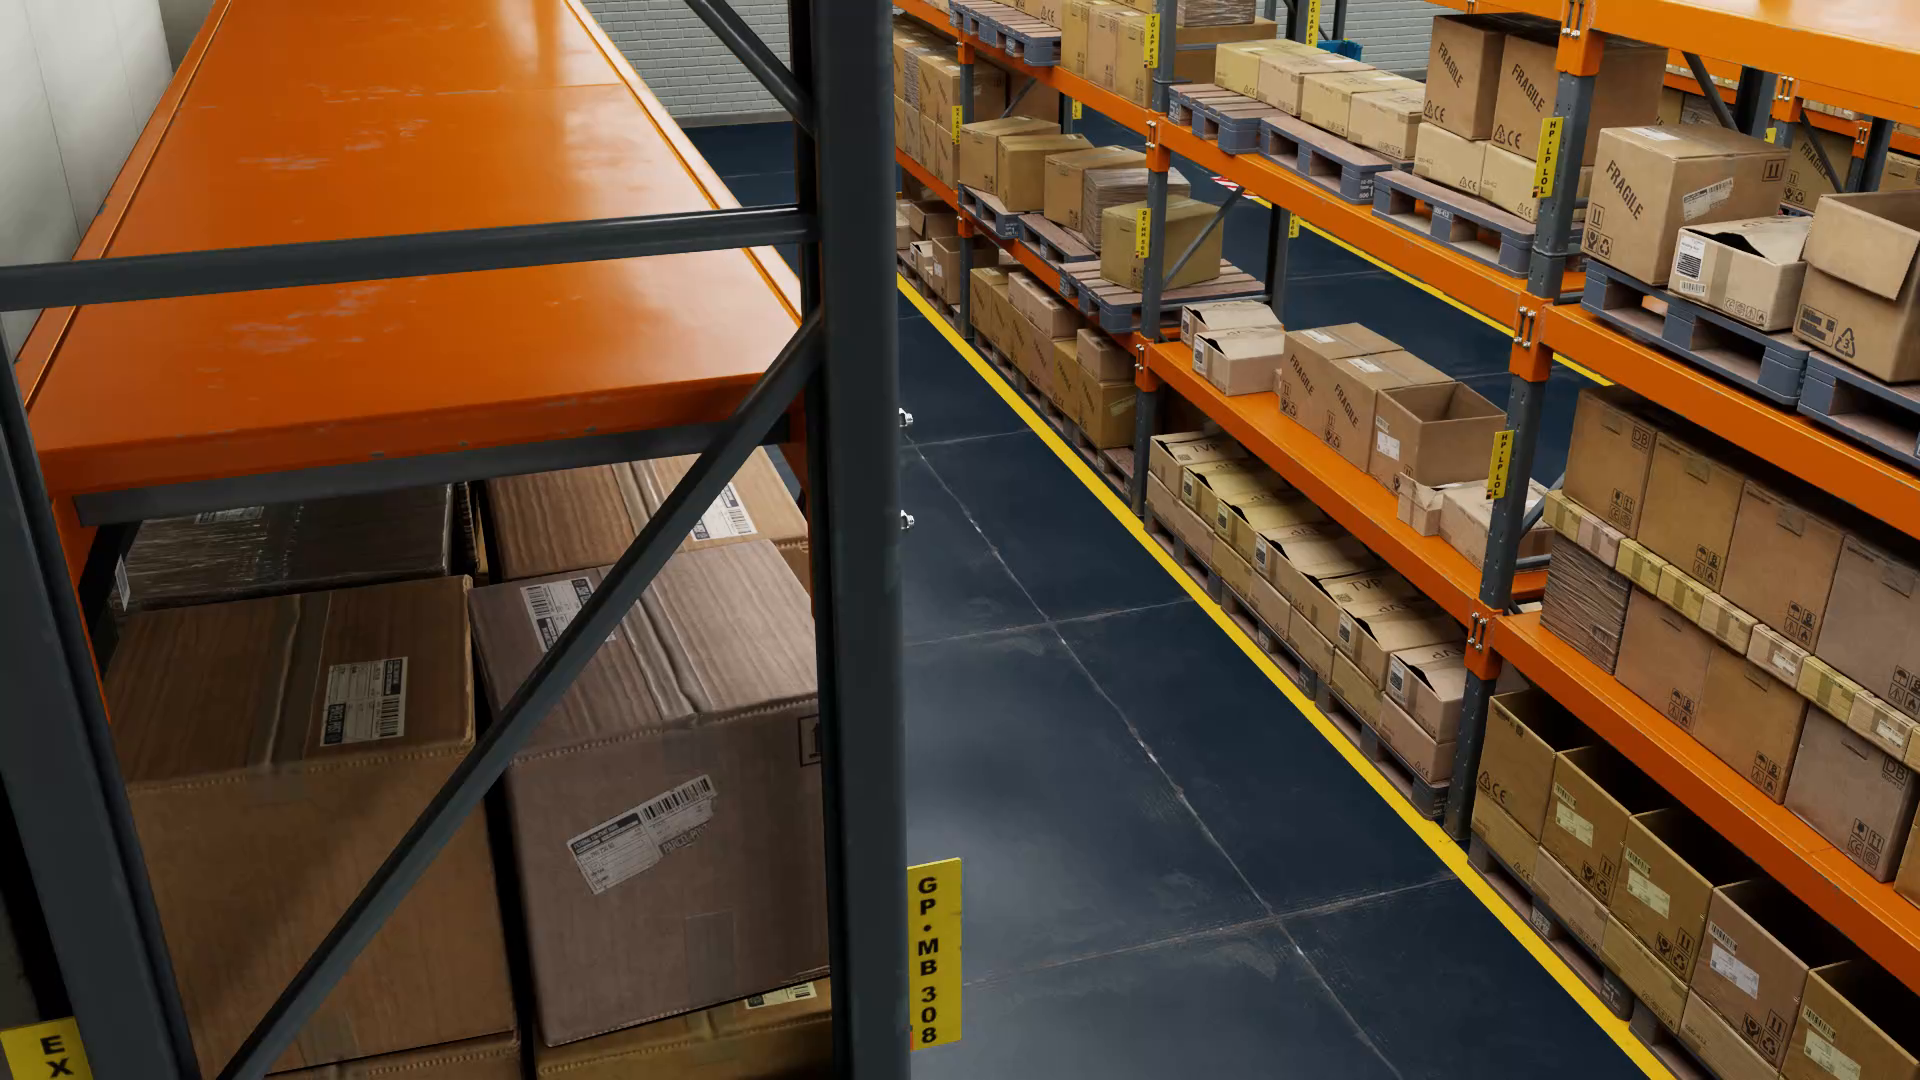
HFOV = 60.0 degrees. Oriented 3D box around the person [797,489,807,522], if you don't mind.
[{"bbox_3d":[-0.802,-0.032,9.454,0.419,1.774,0.646,-8,27,-17],"label":"person"}]
